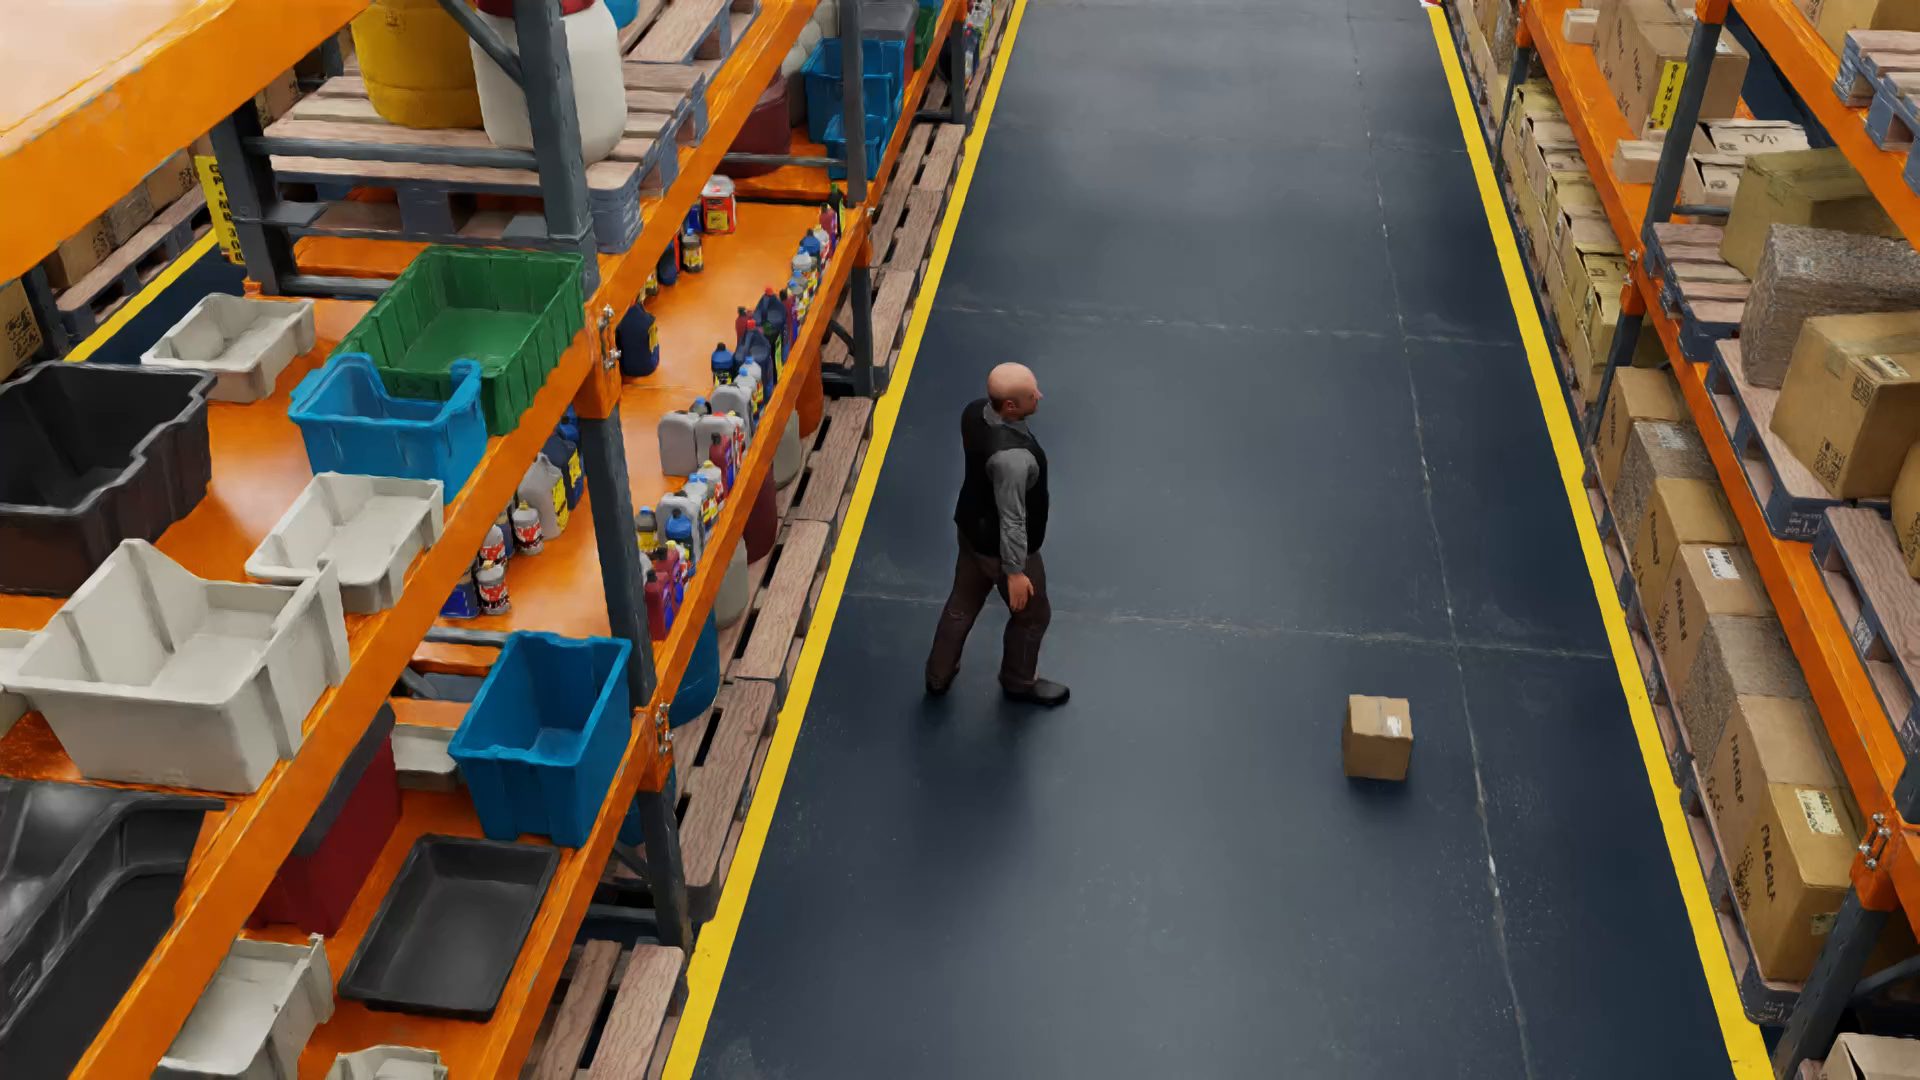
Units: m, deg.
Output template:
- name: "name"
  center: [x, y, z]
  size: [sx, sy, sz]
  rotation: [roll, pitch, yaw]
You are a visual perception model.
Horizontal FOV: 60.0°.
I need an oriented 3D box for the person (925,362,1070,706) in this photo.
- name: "person"
  center: [0.164, 0.008, 7.055]
  size: [0.607, 1.716, 0.634]
  rotation: [-13, 38, -17]
